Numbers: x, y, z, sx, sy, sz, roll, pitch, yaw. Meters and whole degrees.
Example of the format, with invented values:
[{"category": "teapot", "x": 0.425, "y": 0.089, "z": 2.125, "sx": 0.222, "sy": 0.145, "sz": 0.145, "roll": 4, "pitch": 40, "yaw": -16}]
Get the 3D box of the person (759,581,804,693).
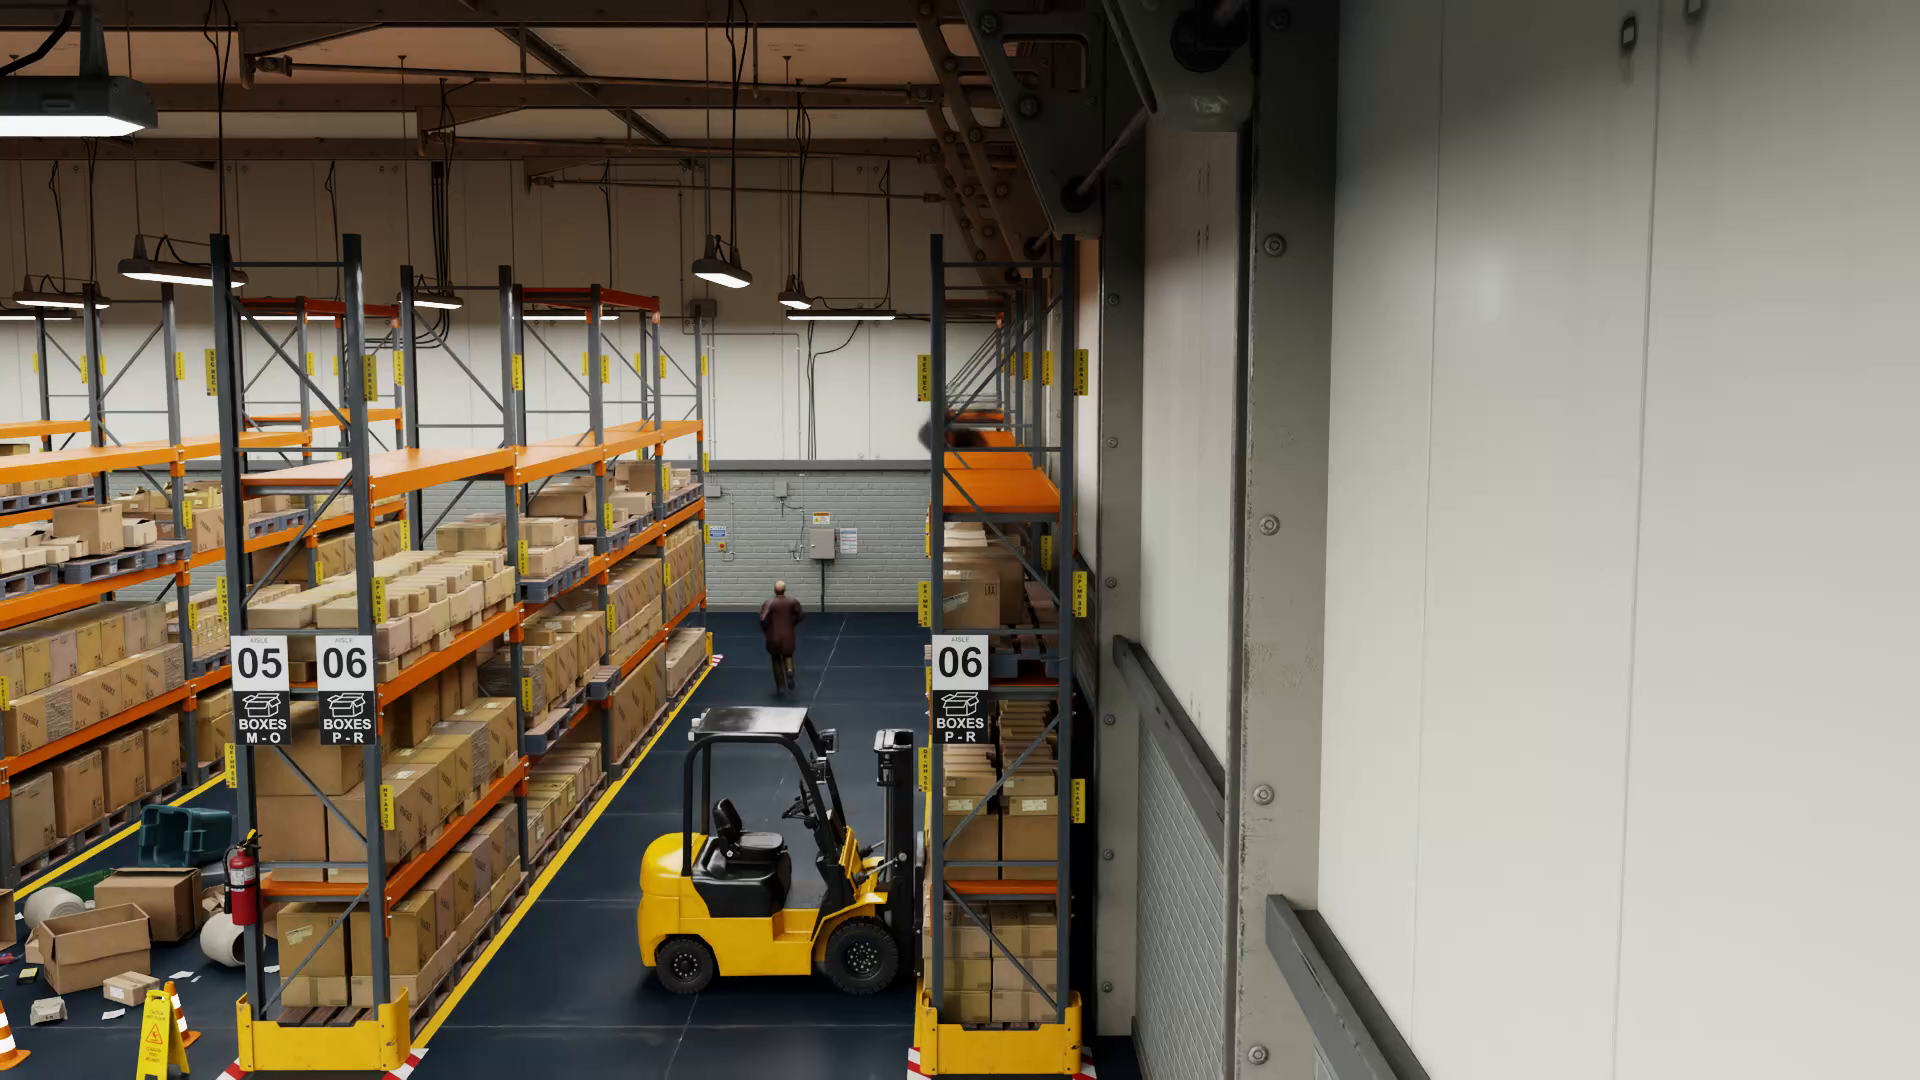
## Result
[{"category": "person", "x": -2.738, "y": 1.489, "z": 25.484, "sx": 0.711, "sy": 1.733, "sz": 0.690, "roll": -2, "pitch": 7, "yaw": -17}]
